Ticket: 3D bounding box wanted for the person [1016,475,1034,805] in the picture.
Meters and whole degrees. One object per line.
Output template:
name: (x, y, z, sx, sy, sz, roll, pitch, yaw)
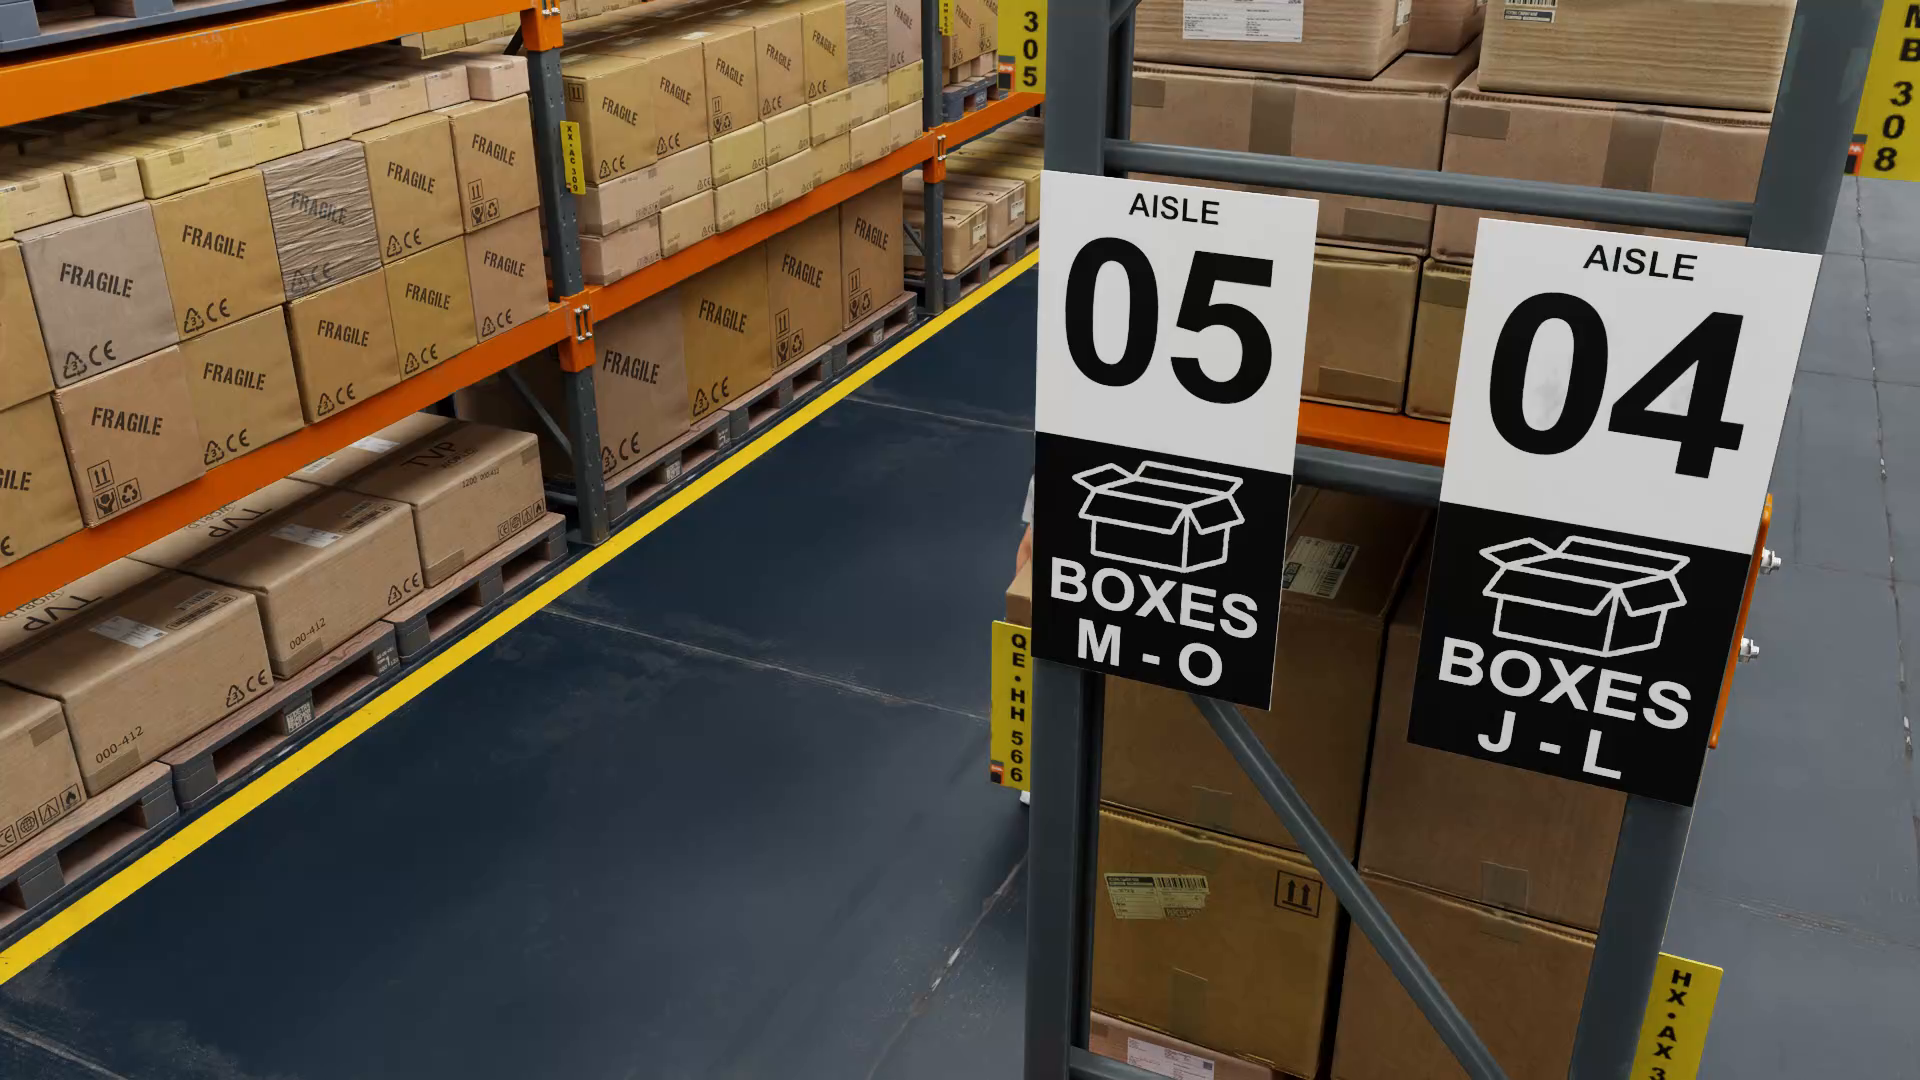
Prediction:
person: (0.409, 0.279, 6.066, 0.411, 1.666, 0.505, 11, 28, 21)
